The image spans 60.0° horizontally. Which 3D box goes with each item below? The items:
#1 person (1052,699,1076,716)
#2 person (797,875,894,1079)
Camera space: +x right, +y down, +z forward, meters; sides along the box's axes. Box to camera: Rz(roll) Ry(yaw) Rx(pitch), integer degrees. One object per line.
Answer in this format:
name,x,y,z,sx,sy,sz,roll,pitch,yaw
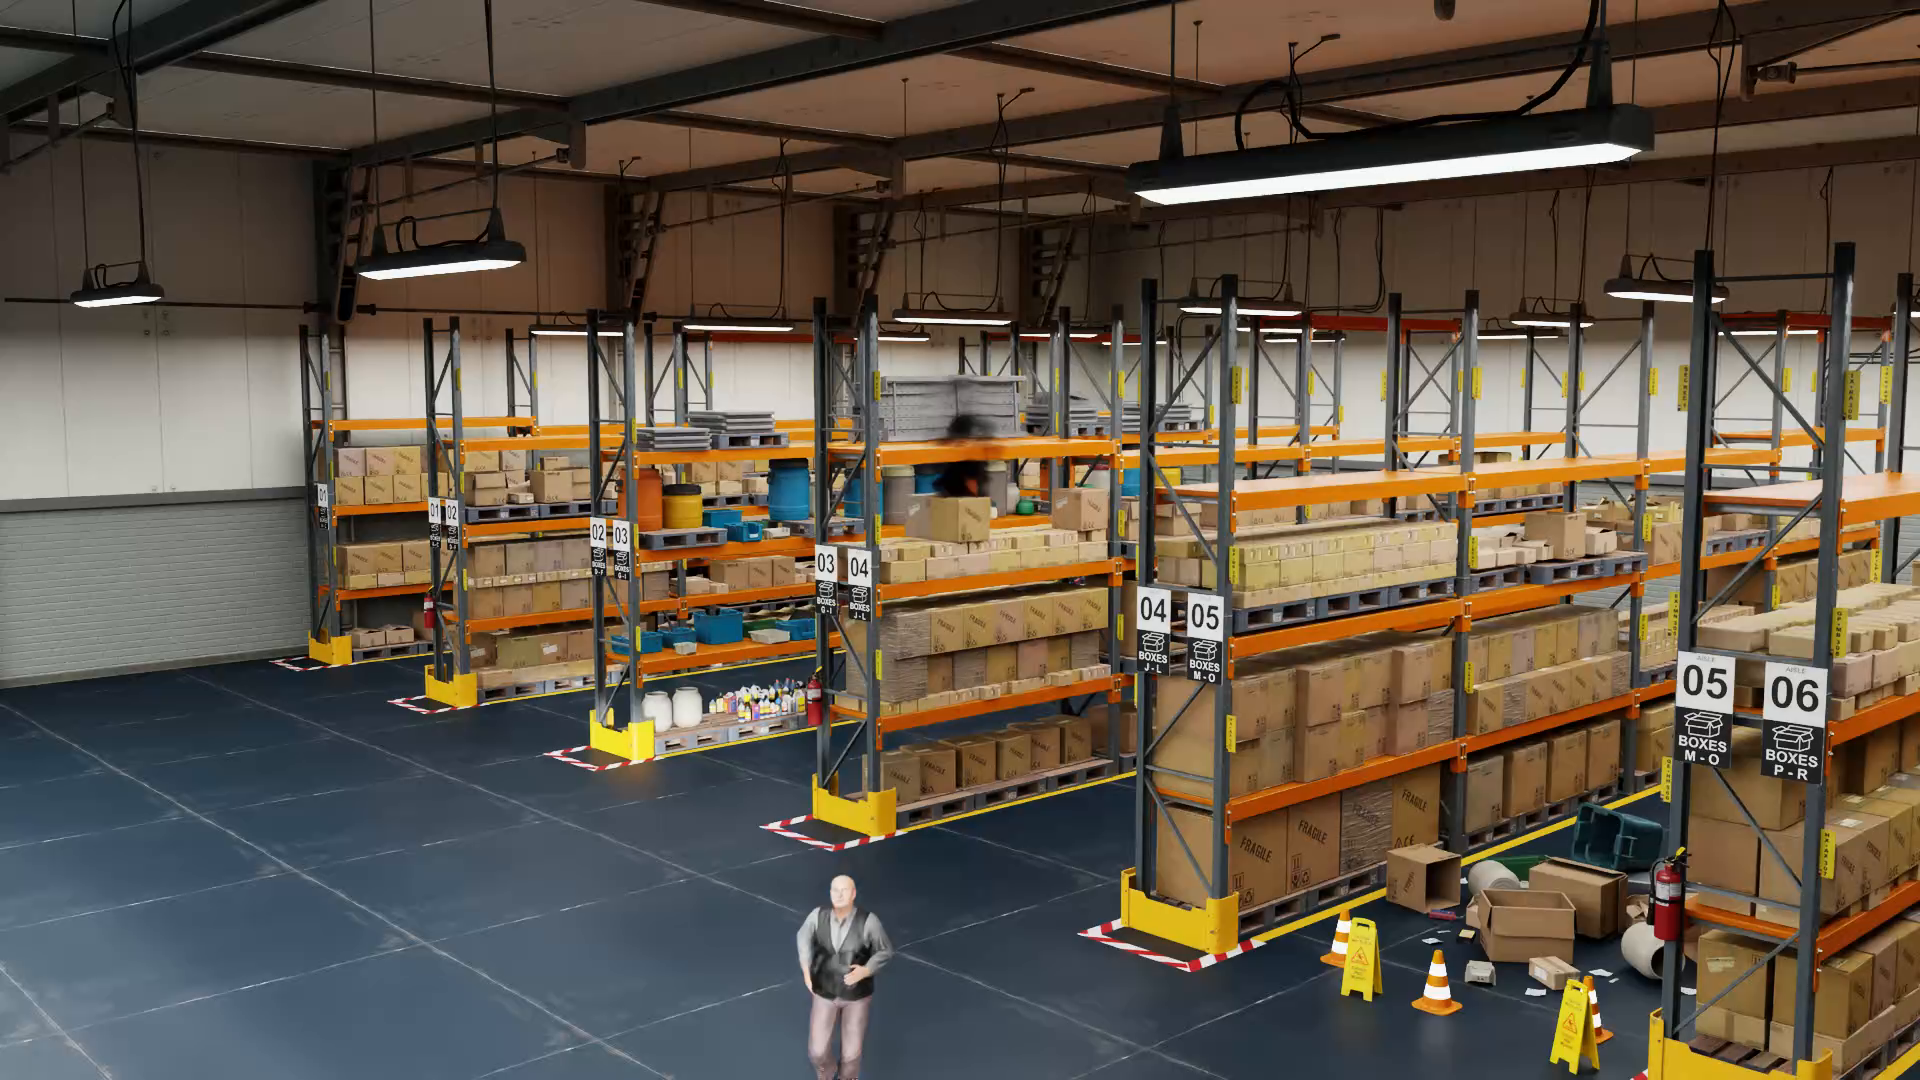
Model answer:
person,1.464,2.015,23.797,0.717,1.625,0.614,-5,7,-40
person,-0.814,3.155,11.492,0.708,1.688,0.557,1,6,6
